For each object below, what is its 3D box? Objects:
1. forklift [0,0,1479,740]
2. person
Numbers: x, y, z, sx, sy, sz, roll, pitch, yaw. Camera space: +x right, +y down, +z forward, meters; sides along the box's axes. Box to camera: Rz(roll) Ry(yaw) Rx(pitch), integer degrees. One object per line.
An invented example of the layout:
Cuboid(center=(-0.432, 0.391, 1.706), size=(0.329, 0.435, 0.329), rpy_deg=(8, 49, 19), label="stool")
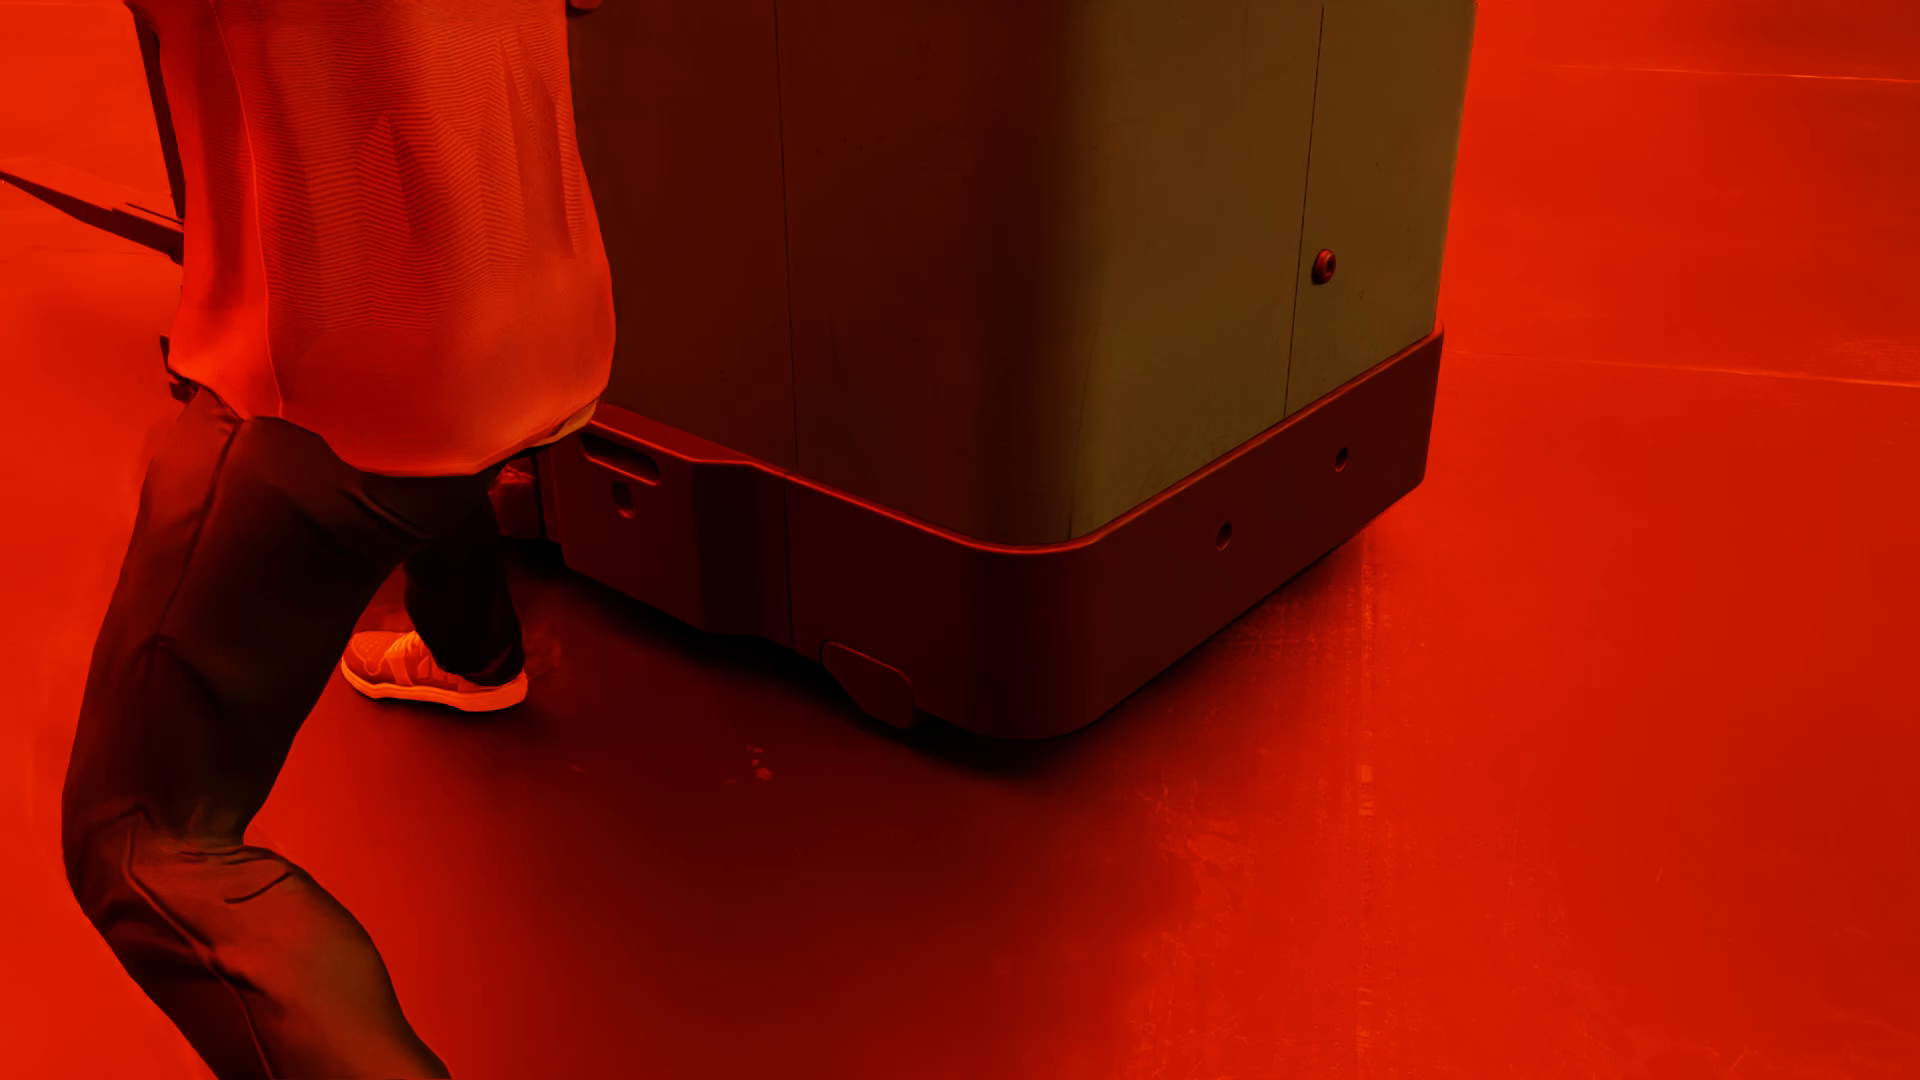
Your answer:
Cuboid(center=(-0.746, -1.614, 2.445), size=(3.031, 2.935, 1.130), rpy_deg=(20, 33, 35), label="forklift")
Cuboid(center=(-0.560, -0.185, 1.325), size=(0.899, 1.405, 0.992), rpy_deg=(12, 29, 22), label="person")
